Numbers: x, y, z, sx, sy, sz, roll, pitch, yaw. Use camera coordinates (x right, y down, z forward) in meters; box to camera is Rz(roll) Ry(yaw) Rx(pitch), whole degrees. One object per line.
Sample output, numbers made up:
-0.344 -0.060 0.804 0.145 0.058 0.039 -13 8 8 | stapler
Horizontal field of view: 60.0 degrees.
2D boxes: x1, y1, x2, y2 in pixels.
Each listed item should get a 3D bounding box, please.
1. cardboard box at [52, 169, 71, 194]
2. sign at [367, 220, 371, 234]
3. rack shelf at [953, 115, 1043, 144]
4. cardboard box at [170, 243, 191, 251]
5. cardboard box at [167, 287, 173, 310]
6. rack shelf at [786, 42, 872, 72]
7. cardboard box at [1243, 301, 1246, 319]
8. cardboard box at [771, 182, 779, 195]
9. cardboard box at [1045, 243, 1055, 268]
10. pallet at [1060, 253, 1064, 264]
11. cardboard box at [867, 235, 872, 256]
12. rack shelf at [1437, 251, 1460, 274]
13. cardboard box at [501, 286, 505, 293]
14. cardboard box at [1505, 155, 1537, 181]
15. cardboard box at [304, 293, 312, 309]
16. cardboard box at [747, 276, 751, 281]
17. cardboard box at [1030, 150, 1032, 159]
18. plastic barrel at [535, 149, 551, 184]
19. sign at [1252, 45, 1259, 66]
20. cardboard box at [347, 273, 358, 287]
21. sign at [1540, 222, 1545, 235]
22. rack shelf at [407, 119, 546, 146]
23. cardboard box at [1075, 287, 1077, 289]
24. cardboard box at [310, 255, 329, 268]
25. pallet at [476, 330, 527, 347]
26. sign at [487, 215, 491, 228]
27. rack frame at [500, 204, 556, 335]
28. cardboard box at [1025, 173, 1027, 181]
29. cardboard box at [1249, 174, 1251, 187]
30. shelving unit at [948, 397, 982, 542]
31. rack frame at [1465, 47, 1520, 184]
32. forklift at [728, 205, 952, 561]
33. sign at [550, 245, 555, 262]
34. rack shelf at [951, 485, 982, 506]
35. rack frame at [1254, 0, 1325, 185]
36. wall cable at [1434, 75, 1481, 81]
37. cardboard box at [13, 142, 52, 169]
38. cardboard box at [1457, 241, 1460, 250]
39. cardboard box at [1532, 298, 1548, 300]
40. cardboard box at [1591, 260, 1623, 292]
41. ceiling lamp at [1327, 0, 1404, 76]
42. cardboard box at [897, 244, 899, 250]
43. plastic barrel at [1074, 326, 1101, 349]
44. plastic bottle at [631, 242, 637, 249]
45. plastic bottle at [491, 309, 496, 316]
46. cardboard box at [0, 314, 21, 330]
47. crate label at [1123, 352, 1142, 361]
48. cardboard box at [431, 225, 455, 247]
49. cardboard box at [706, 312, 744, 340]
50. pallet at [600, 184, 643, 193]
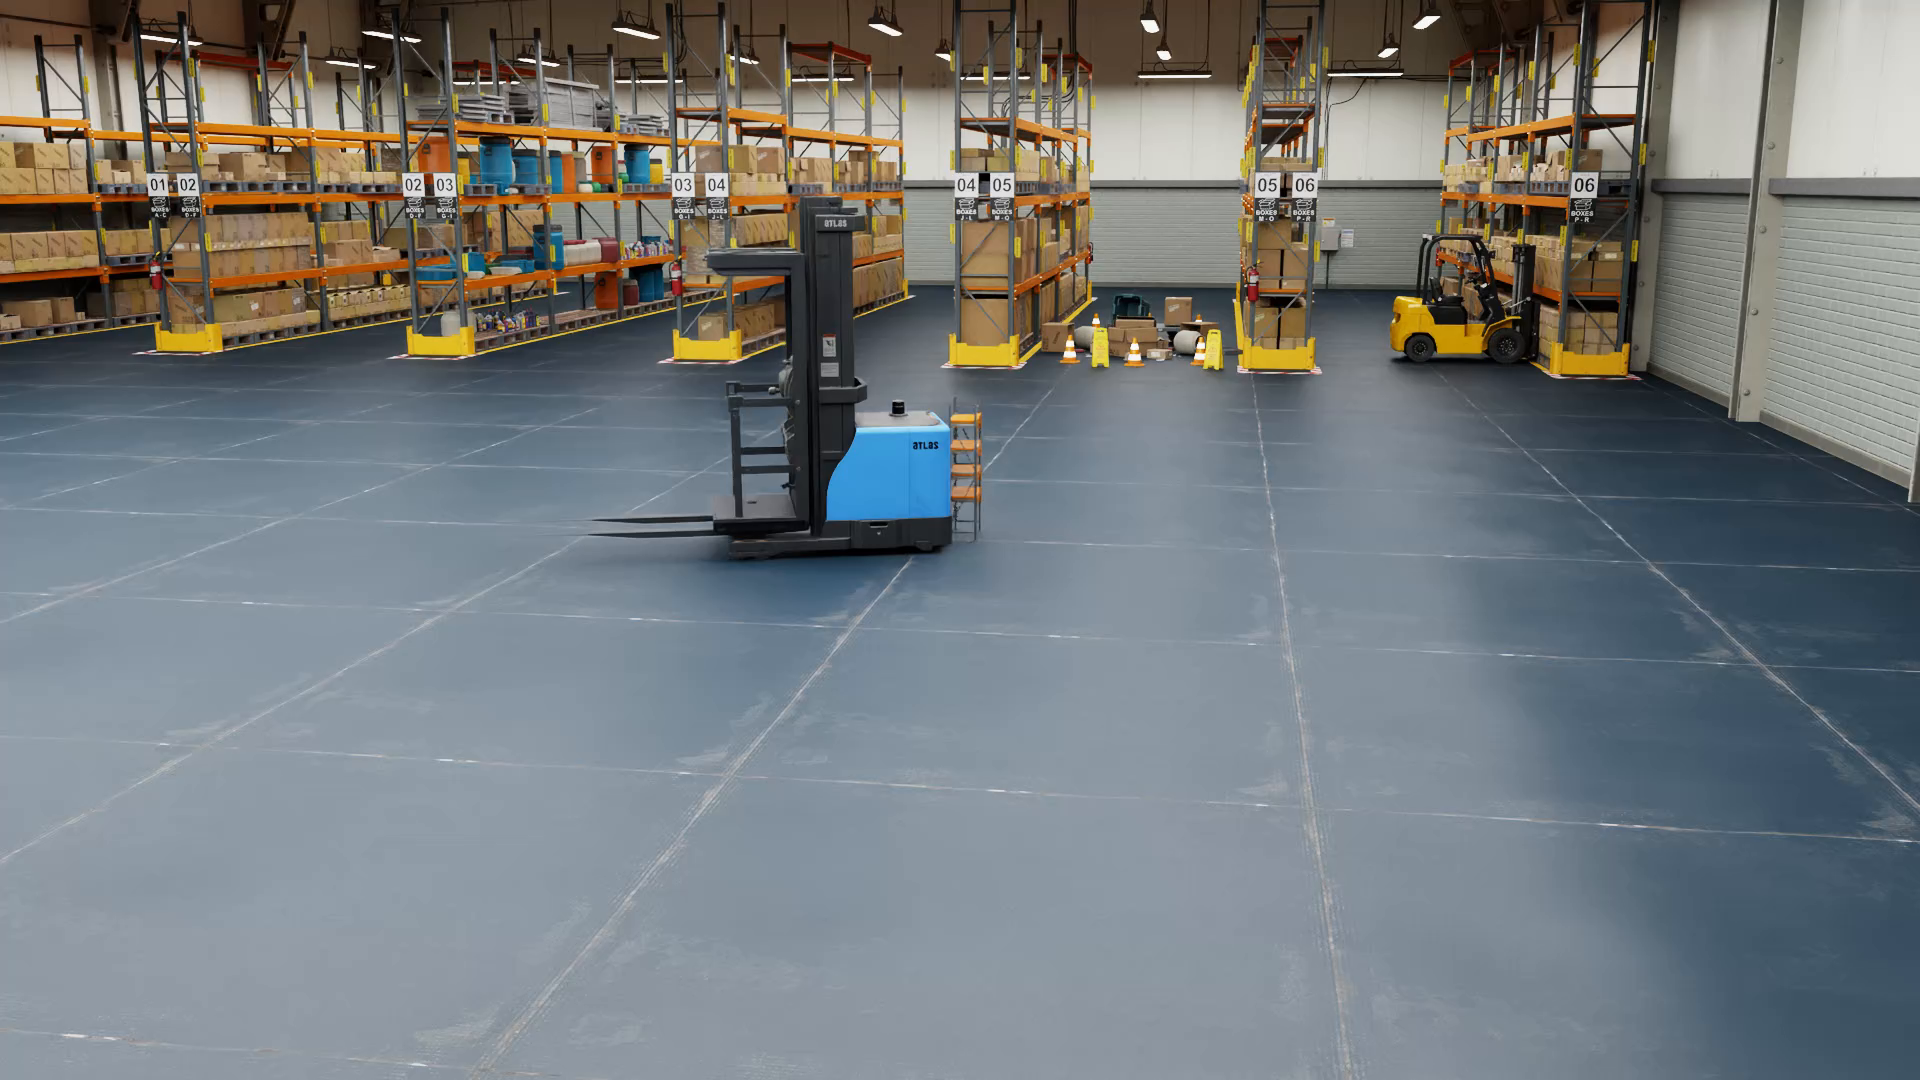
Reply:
-18.459 -7.283 33.764 0.500 0.500 0.500 1 12 4 | cardboard box
-13.563 -7.192 38.185 0.100 0.325 0.005 2 12 9 | sign
0.725 -7.282 29.581 1.077 0.370 4.000 2 12 9 | rack shelf
-14.385 -5.436 30.818 0.380 0.149 0.250 2 12 8 | cardboard box
-18.222 -5.443 37.517 0.700 0.500 0.500 2 12 8 | cardboard box
-2.930 -10.949 37.759 1.077 0.370 4.000 2 12 9 | rack shelf
6.458 -4.810 34.932 0.950 0.372 0.625 1 12 5 | cardboard box
-3.755 -6.676 31.587 0.500 0.250 0.500 2 12 10 | cardboard box
1.689 -5.884 34.440 0.500 0.500 0.500 2 12 8 | cardboard box
1.653 -6.204 36.615 1.213 0.211 1.003 2 12 9 | pallet
-2.424 -7.103 40.094 0.500 0.500 0.500 2 12 9 | cardboard box
12.383 -6.744 40.372 1.077 0.370 4.000 2 12 9 | rack shelf
-12.008 -6.573 43.552 0.380 0.166 0.250 2 12 9 | cardboard box
10.951 -7.261 32.473 0.500 0.500 0.500 2 12 10 | cardboard box
-13.861 -5.045 34.983 0.500 0.311 0.500 2 12 9 | cardboard box
-4.014 -4.798 30.235 0.380 0.149 0.250 2 12 9 | cardboard box
1.097 -6.951 29.978 0.380 0.149 0.250 2 12 8 | cardboard box
-8.782 -7.616 34.401 0.600 0.901 0.600 0 12 0 | plastic barrel
4.779 -7.830 26.872 0.100 0.325 0.005 2 12 9 | sign
-16.852 -7.100 45.254 0.700 0.500 0.500 1 12 7 | cardboard box
12.009 -6.395 34.299 0.100 0.325 0.005 2 12 9 | sign
-9.054 -7.624 31.169 1.077 0.370 4.000 2 12 9 | rack shelf
2.697 -6.221 41.302 0.380 0.149 0.250 2 12 11 | cardboard box
-13.608 -5.847 34.861 0.500 0.250 0.500 3 12 12 | cardboard box
-9.076 -3.899 32.084 1.003 0.211 1.213 2 12 9 | pallet
-11.861 -8.031 41.888 0.100 0.325 0.005 2 12 9 | sign
-8.746 -5.655 33.614 1.000 3.000 0.127 2 12 9 | rack frame
0.981 -6.402 29.320 0.380 0.149 0.250 2 12 8 | cardboard box
5.602 -6.629 30.664 0.500 0.250 0.500 2 12 7 | cardboard box
0.043 -0.622 14.533 0.258 1.200 0.503 1 12 5 | shelving unit
12.075 -9.612 37.733 1.000 3.000 0.127 2 12 9 | rack frame
-1.089 -1.368 14.036 1.939 2.867 1.129 -2 12 -9 | forklift
-8.205 -5.770 33.492 0.100 0.325 0.005 2 12 9 | sign
0.043 -0.362 14.589 0.258 0.148 0.480 1 12 5 | rack shelf
5.325 -7.274 26.884 1.000 3.000 0.127 2 12 9 | rack frame
14.824 -14.297 46.270 2.988 3.039 0.133 2 12 9 | wall cable
-18.489 -7.653 33.108 0.500 0.500 0.500 1 12 7 | cardboard box
11.913 -6.865 38.878 0.500 0.250 0.500 2 12 10 | cardboard box
10.460 -4.273 30.357 0.500 0.250 0.500 2 12 8 | cardboard box
10.580 -4.324 27.200 0.500 0.500 0.500 2 12 10 | cardboard box
10.802 -13.931 43.920 2.000 3.185 0.800 2 12 9 | ceiling lamp
-1.814 -7.678 43.599 0.380 0.149 0.250 2 12 9 | cardboard box
2.374 -3.768 30.971 0.421 0.421 0.512 -10 16 -40 | plastic barrel
-7.675 -6.842 39.239 0.144 0.351 0.185 2 12 9 | plastic bottle
-9.281 -4.421 33.130 0.144 0.351 0.185 2 12 10 | plastic bottle
-18.868 -4.304 32.683 0.500 0.311 0.500 3 13 13 | cardboard box
3.027 -3.204 29.034 0.250 0.136 0.298 -5 13 -21 | crate label
-12.621 -7.366 40.320 0.700 0.500 0.500 -1 12 -6 | cardboard box
-4.297 -3.900 30.408 0.500 0.500 0.500 5 13 23 | cardboard box
-7.917 -8.018 37.906 1.003 0.211 1.213 2 12 9 | pallet
